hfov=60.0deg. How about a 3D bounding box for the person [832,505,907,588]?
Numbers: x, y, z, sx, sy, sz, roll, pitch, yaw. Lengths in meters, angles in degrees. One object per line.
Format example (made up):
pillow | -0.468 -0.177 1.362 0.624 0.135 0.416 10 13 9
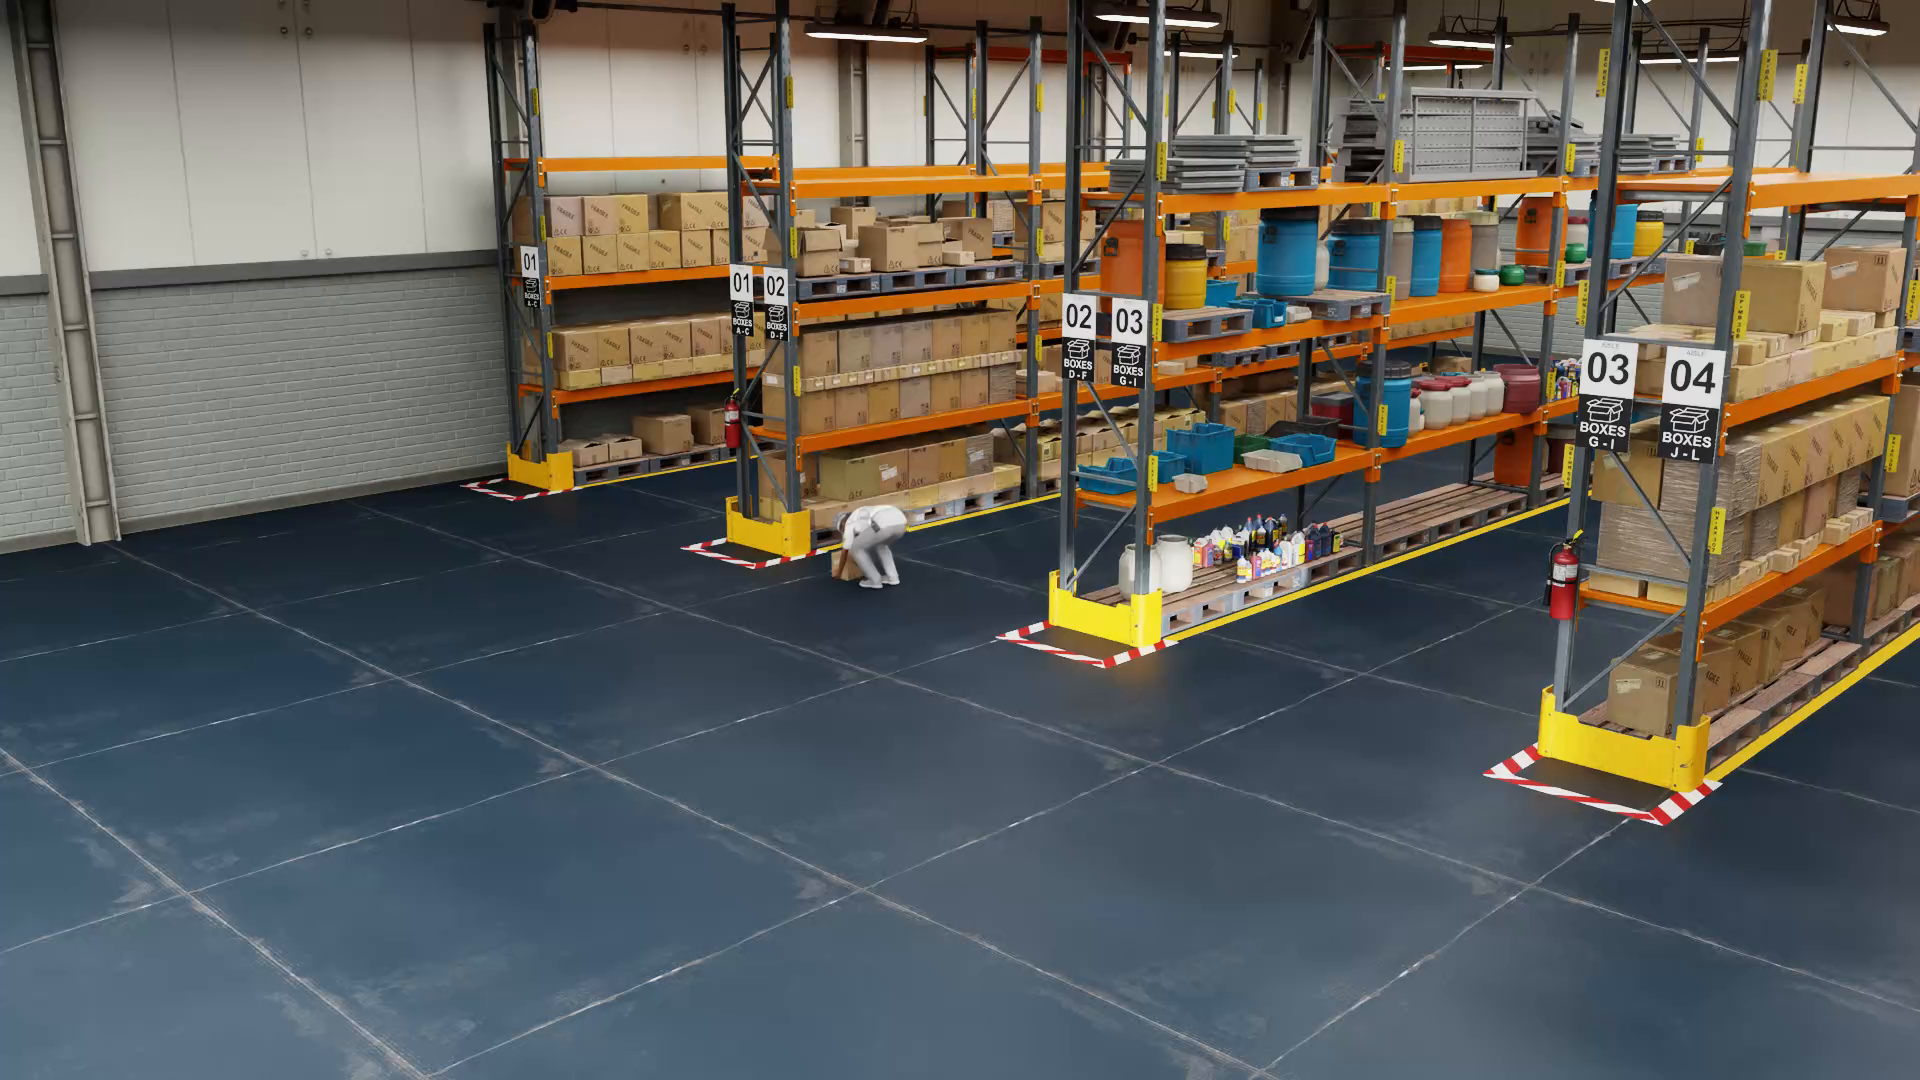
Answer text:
person | -0.967 0.039 17.542 0.907 0.857 0.471 12 18 40
